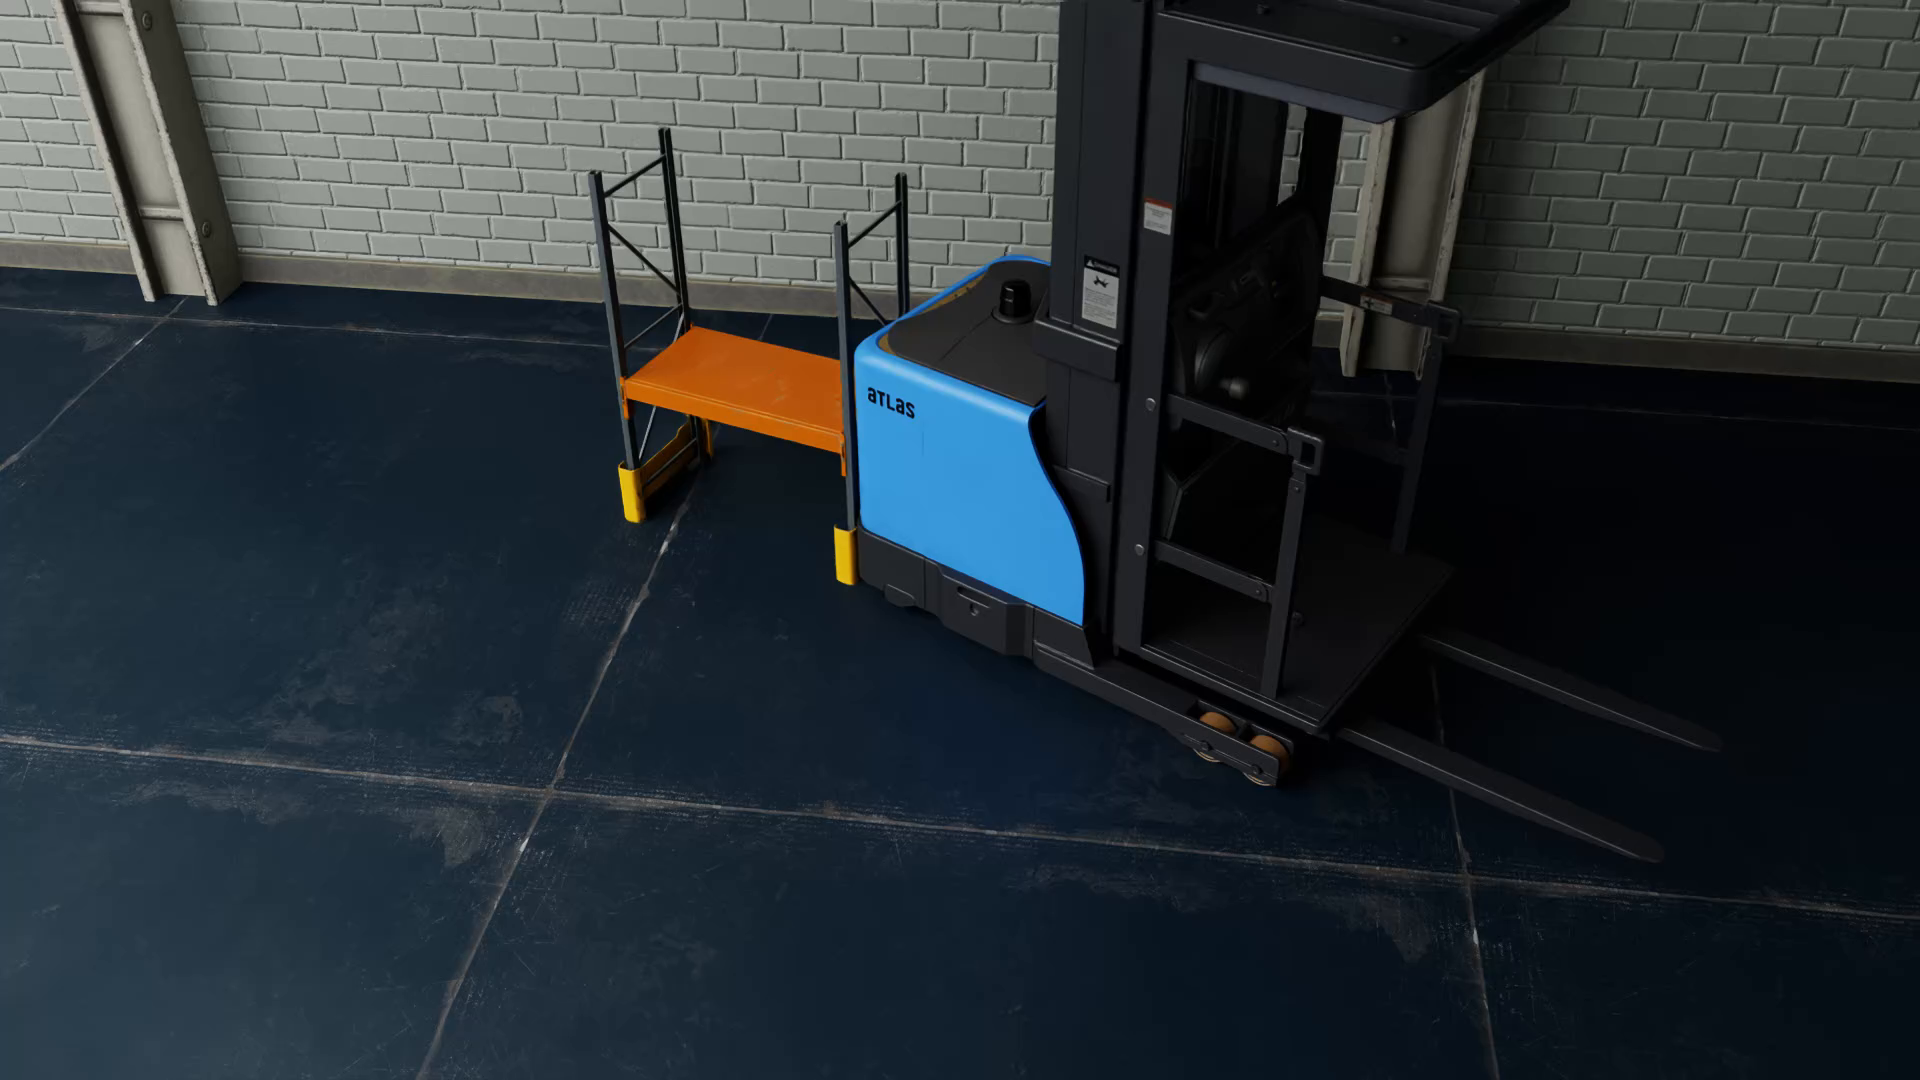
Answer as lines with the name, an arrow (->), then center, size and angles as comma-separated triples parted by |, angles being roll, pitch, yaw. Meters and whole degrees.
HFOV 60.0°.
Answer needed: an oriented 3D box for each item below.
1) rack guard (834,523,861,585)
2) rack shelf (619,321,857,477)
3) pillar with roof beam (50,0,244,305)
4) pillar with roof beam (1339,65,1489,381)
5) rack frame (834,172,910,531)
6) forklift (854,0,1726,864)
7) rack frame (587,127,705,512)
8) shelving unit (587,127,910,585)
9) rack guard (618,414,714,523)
rack guard -> -0.329, -0.088, 6.658 | 0.087, 0.250, 0.587 | 15, 38, 20
rack shelf -> -0.771, -0.571, 6.569 | 1.000, 0.185, 0.538 | 15, 38, 20
pillar with roof beam -> -4.479, -2.473, 2.468 | 0.400, 9.000, 9.100 | 4, 36, 6
pillar with roof beam -> 1.472, -2.029, 1.846 | 0.400, 9.000, 9.100 | 4, 36, 6
rack frame -> -0.311, -0.592, 6.288 | 0.032, 1.500, 0.500 | 15, 38, 20
forklift -> 1.094, -0.720, 5.236 | 3.031, 2.935, 1.130 | 23, 42, 29
rack frame -> -1.231, -0.843, 6.641 | 0.032, 1.500, 0.500 | 15, 38, 20
shelving unit -> -0.780, -0.720, 6.467 | 1.083, 1.500, 0.587 | 15, 38, 20
rack guard -> -1.230, -0.334, 7.003 | 0.087, 0.250, 0.587 | 15, 38, 20
